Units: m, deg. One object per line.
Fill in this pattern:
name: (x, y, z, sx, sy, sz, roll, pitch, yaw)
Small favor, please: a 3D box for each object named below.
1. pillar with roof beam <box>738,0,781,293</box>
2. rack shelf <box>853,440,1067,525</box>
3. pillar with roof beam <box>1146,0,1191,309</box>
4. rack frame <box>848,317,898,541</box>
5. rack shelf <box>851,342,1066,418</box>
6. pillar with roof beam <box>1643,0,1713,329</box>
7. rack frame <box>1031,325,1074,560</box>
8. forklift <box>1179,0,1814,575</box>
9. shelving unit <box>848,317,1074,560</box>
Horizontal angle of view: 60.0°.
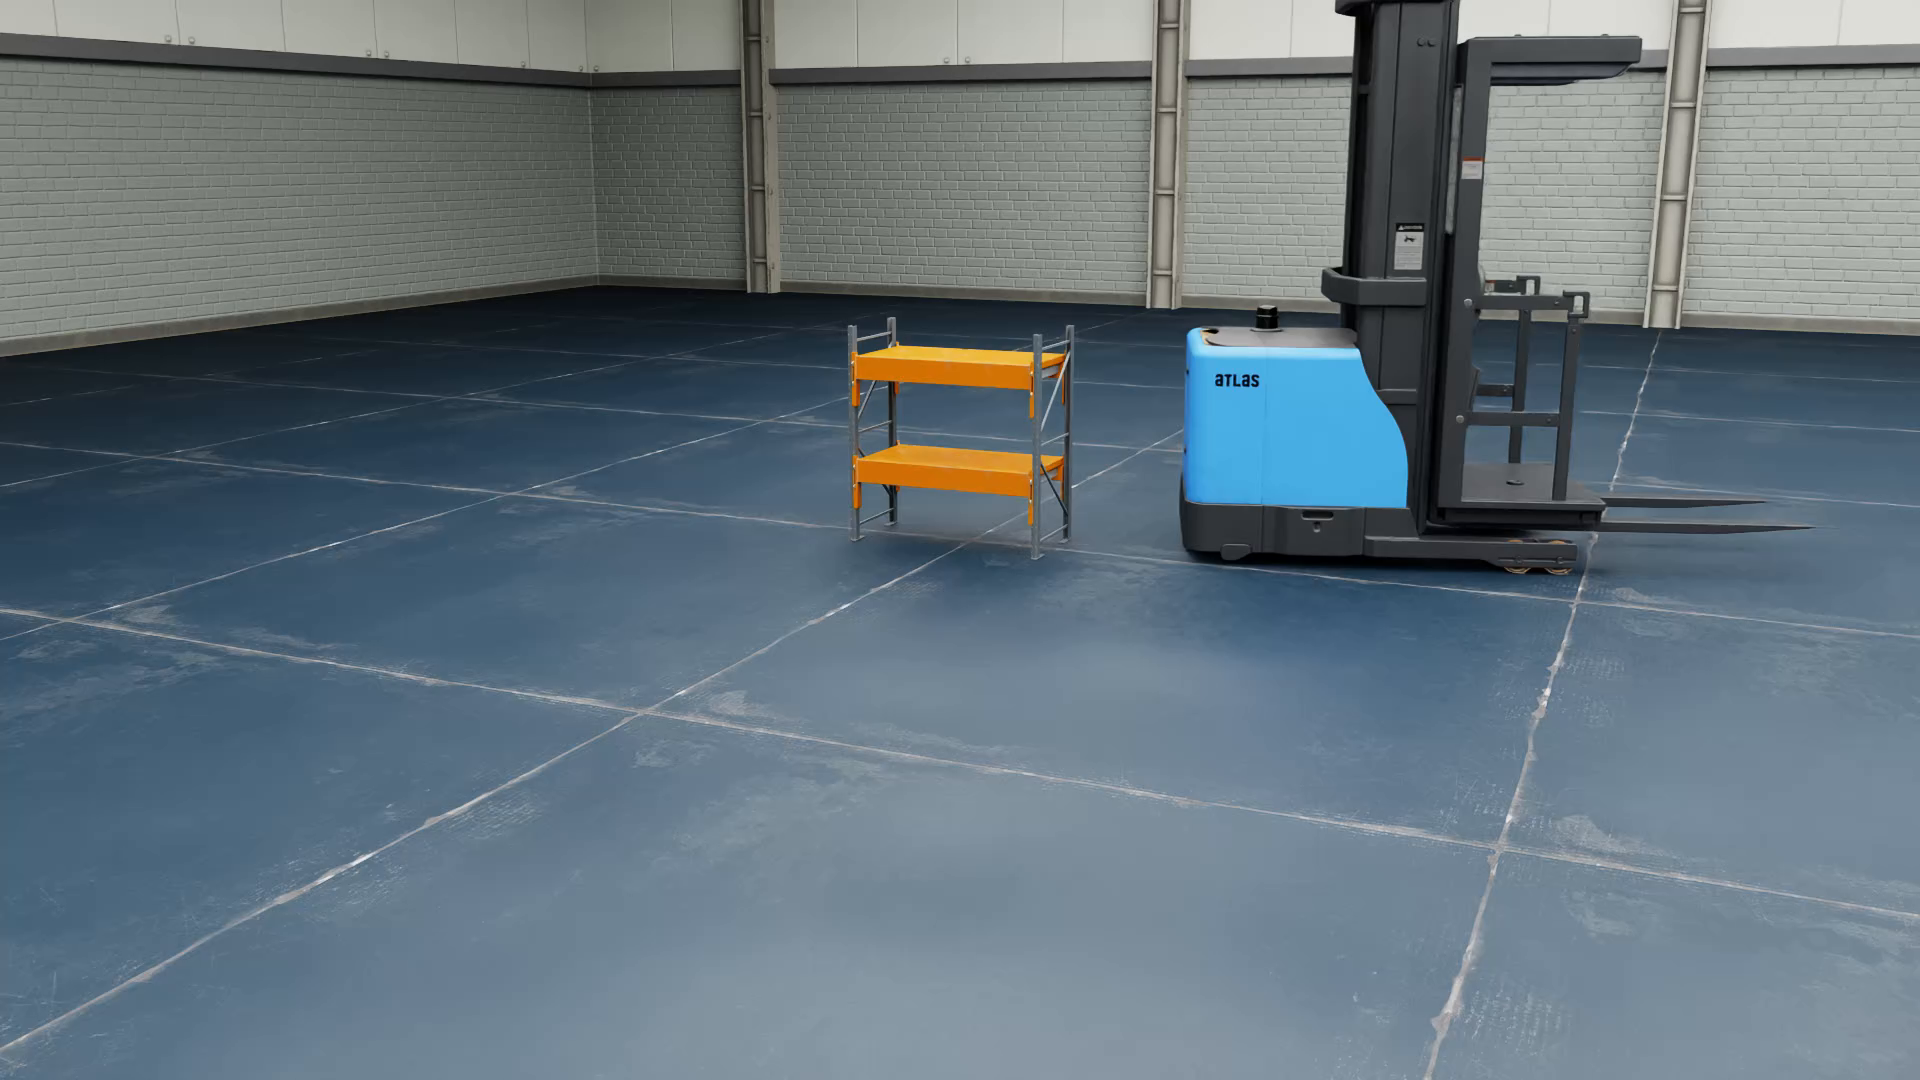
pillar with roof beam: (-4.575, -7.065, 19.164, 0.400, 9.000, 9.100, 6, 14, 23)
rack shelf: (0.006, -0.309, 8.680, 1.000, 0.278, 0.538, 6, 14, 23)
pillar with roof beam: (0.911, -6.510, 16.798, 0.400, 9.000, 9.100, 6, 14, 23)
rack frame: (-0.459, -0.594, 8.824, 0.032, 1.125, 0.500, 6, 14, 23)
rack shelf: (0.006, -0.832, 8.557, 1.000, 0.278, 0.538, 6, 14, 23)
pillar with roof beam: (6.397, -5.954, 14.432, 0.400, 9.000, 9.100, 6, 14, 23)
rack frame: (0.471, -0.500, 8.423, 0.032, 1.125, 0.500, 6, 14, 23)
forklift: (2.666, -1.386, 8.245, 3.031, 2.935, 1.130, 1, 13, 6)
shelving unit: (0.006, -0.547, 8.624, 1.048, 1.125, 0.538, 6, 14, 23)
